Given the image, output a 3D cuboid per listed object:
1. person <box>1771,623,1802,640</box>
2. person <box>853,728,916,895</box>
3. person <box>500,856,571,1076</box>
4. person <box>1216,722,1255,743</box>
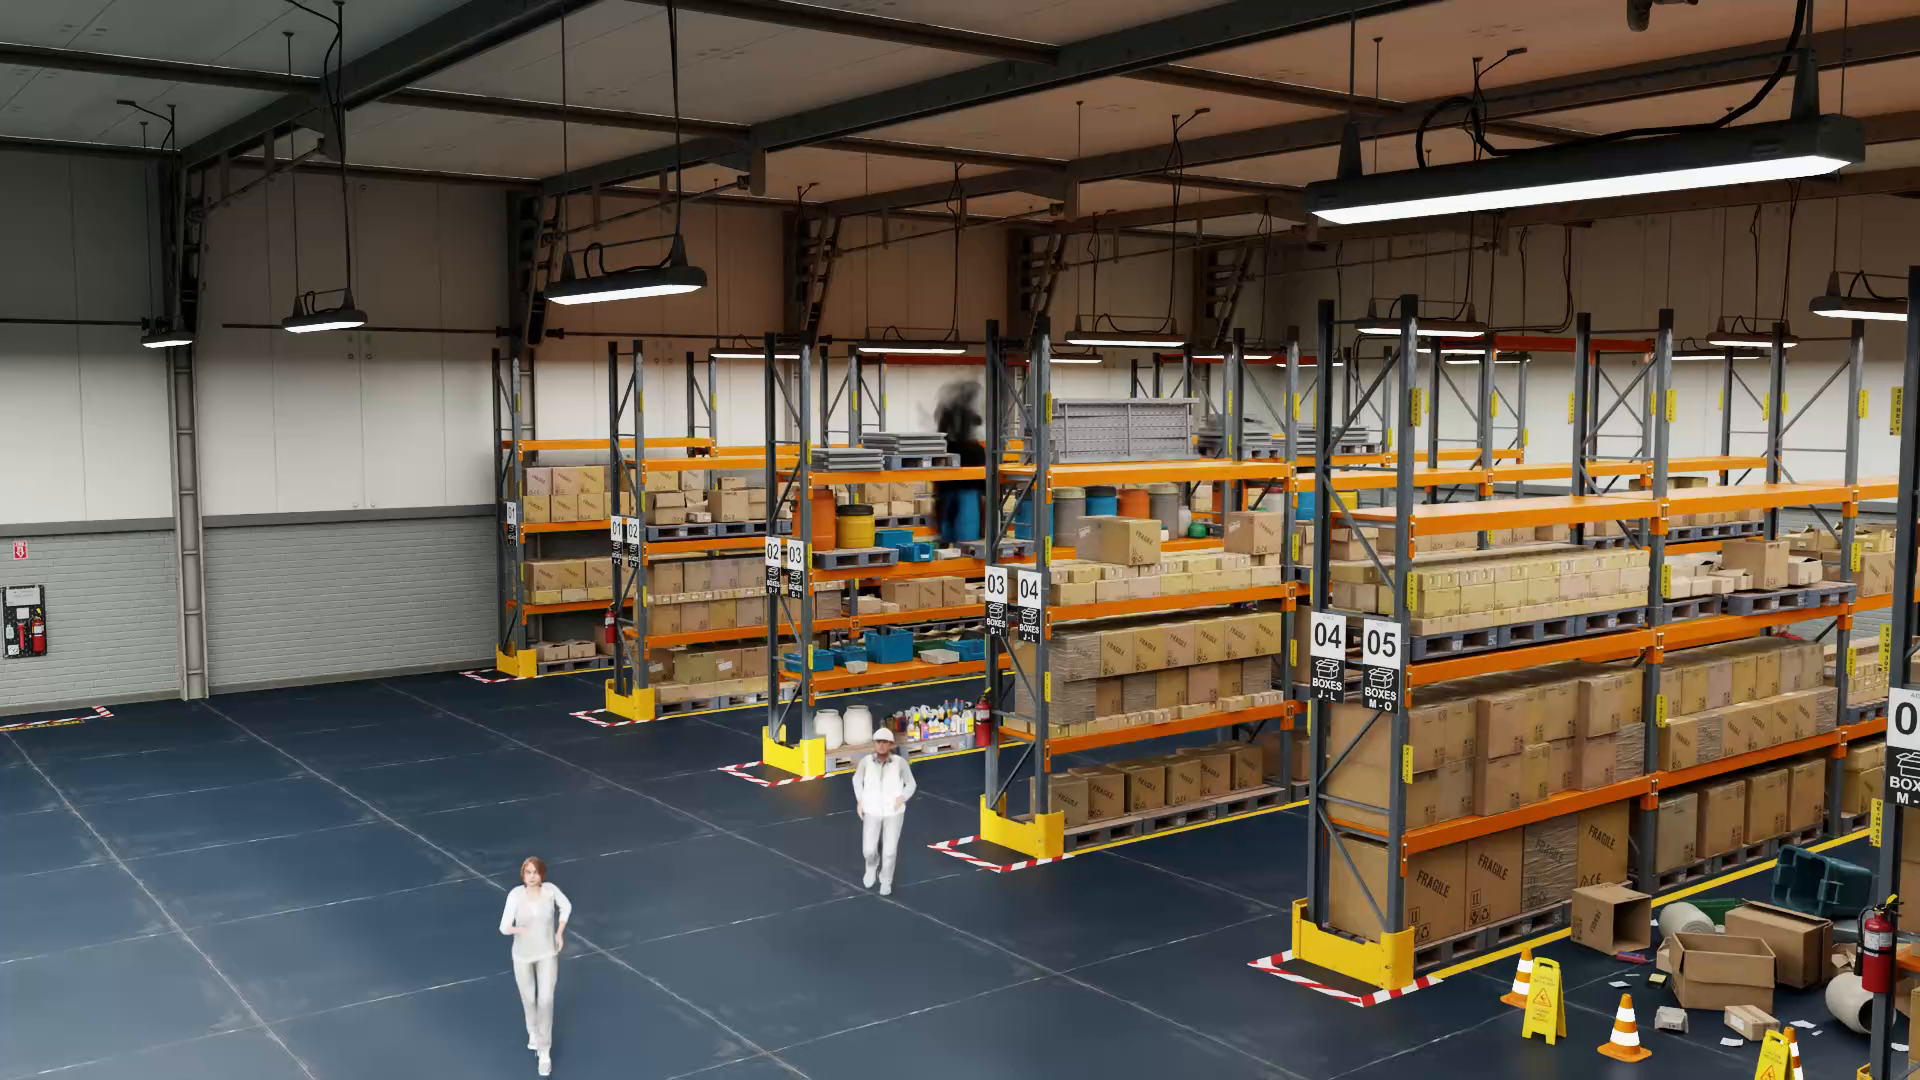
[{"bbox_3d":[12.708,2.065,25.753,0.580,1.694,0.671,-4,7,-40],"label":"person"},{"bbox_3d":[-0.784,2.798,17.096,0.670,1.741,0.567,0,5,1],"label":"person"},{"bbox_3d":[-3.266,3.239,12.800,0.516,1.635,0.677,-1,5,-9],"label":"person"},{"bbox_3d":[3.921,2.198,23.943,0.714,1.739,0.836,5,7,42],"label":"person"}]
